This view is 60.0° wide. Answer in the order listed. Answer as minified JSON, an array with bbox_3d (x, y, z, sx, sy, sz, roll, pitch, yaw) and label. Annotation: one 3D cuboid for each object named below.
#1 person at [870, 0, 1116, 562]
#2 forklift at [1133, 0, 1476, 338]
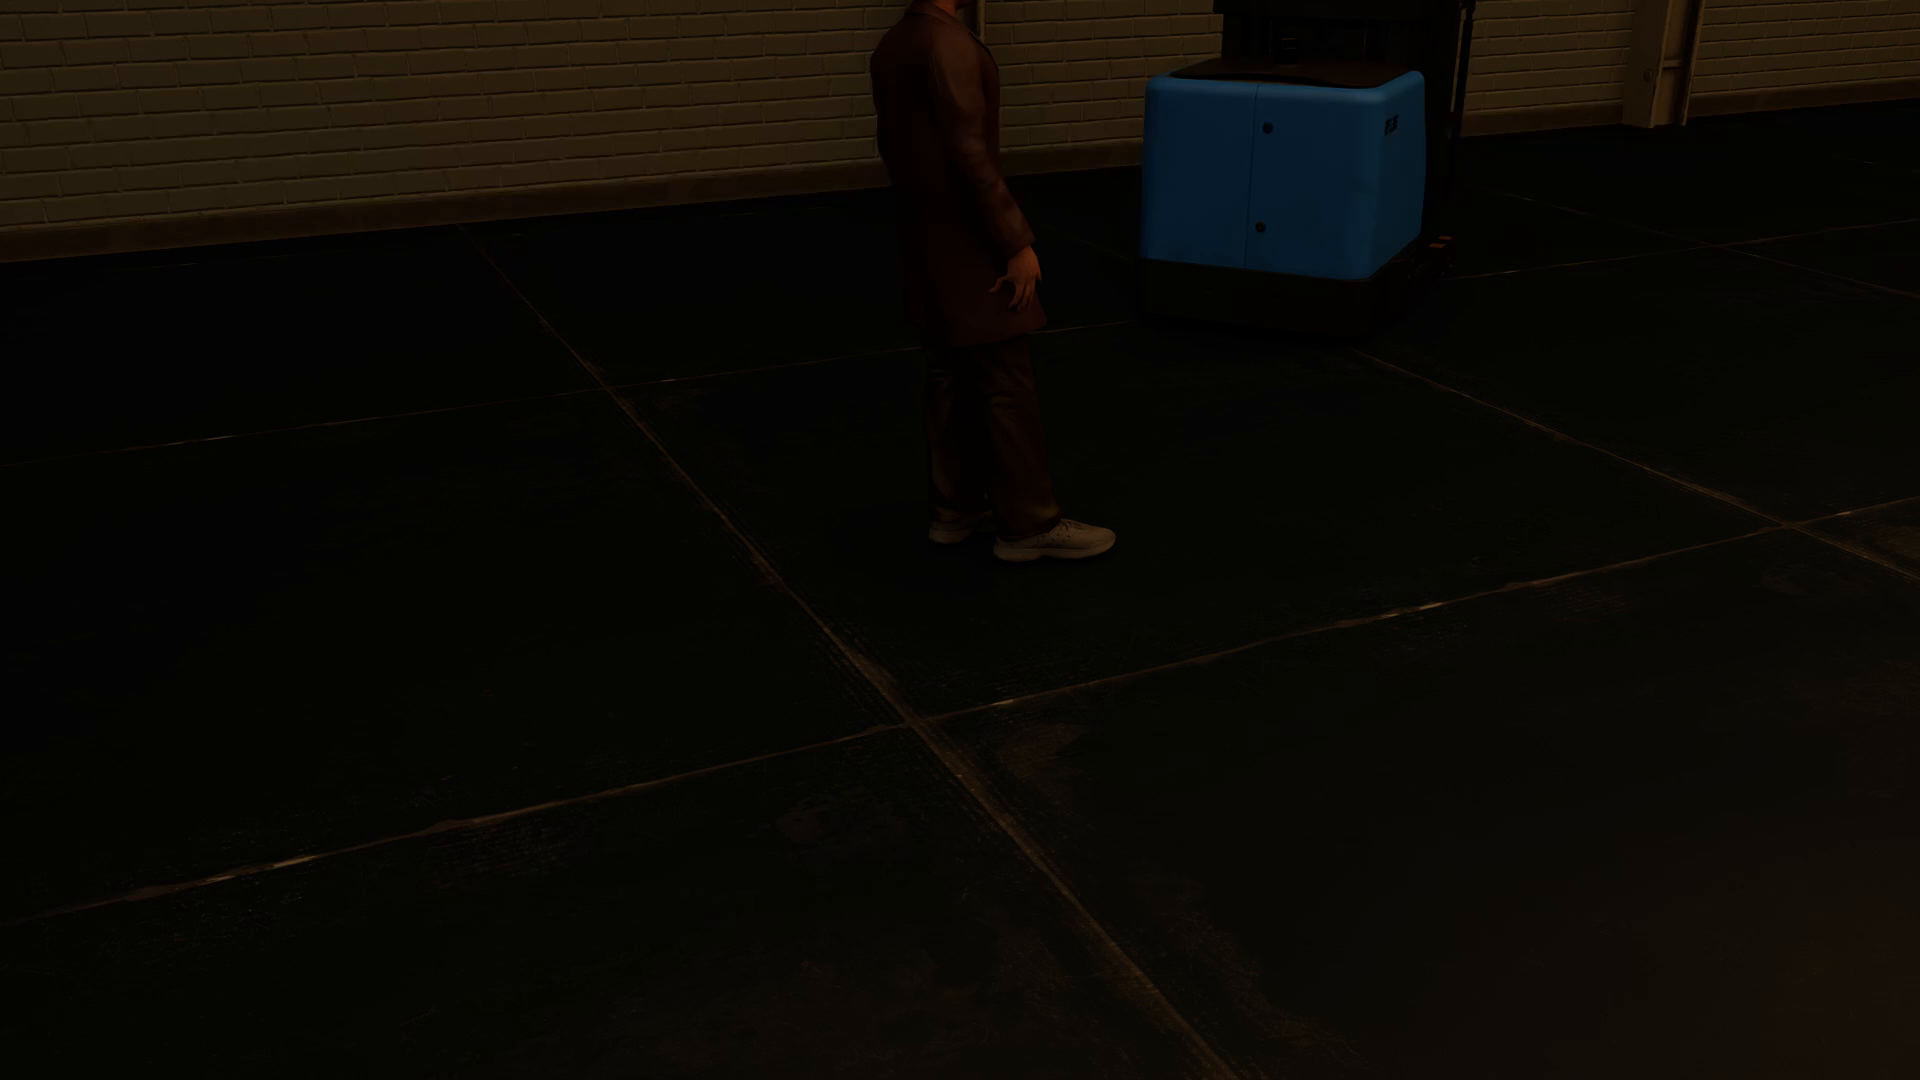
[{"bbox_3d":[0.085,-0.842,4.795,0.579,1.778,0.698,-10,25,-23],"label":"person"},{"bbox_3d":[1.880,-2.730,7.858,1.130,2.935,3.031,11,25,24],"label":"forklift"}]
